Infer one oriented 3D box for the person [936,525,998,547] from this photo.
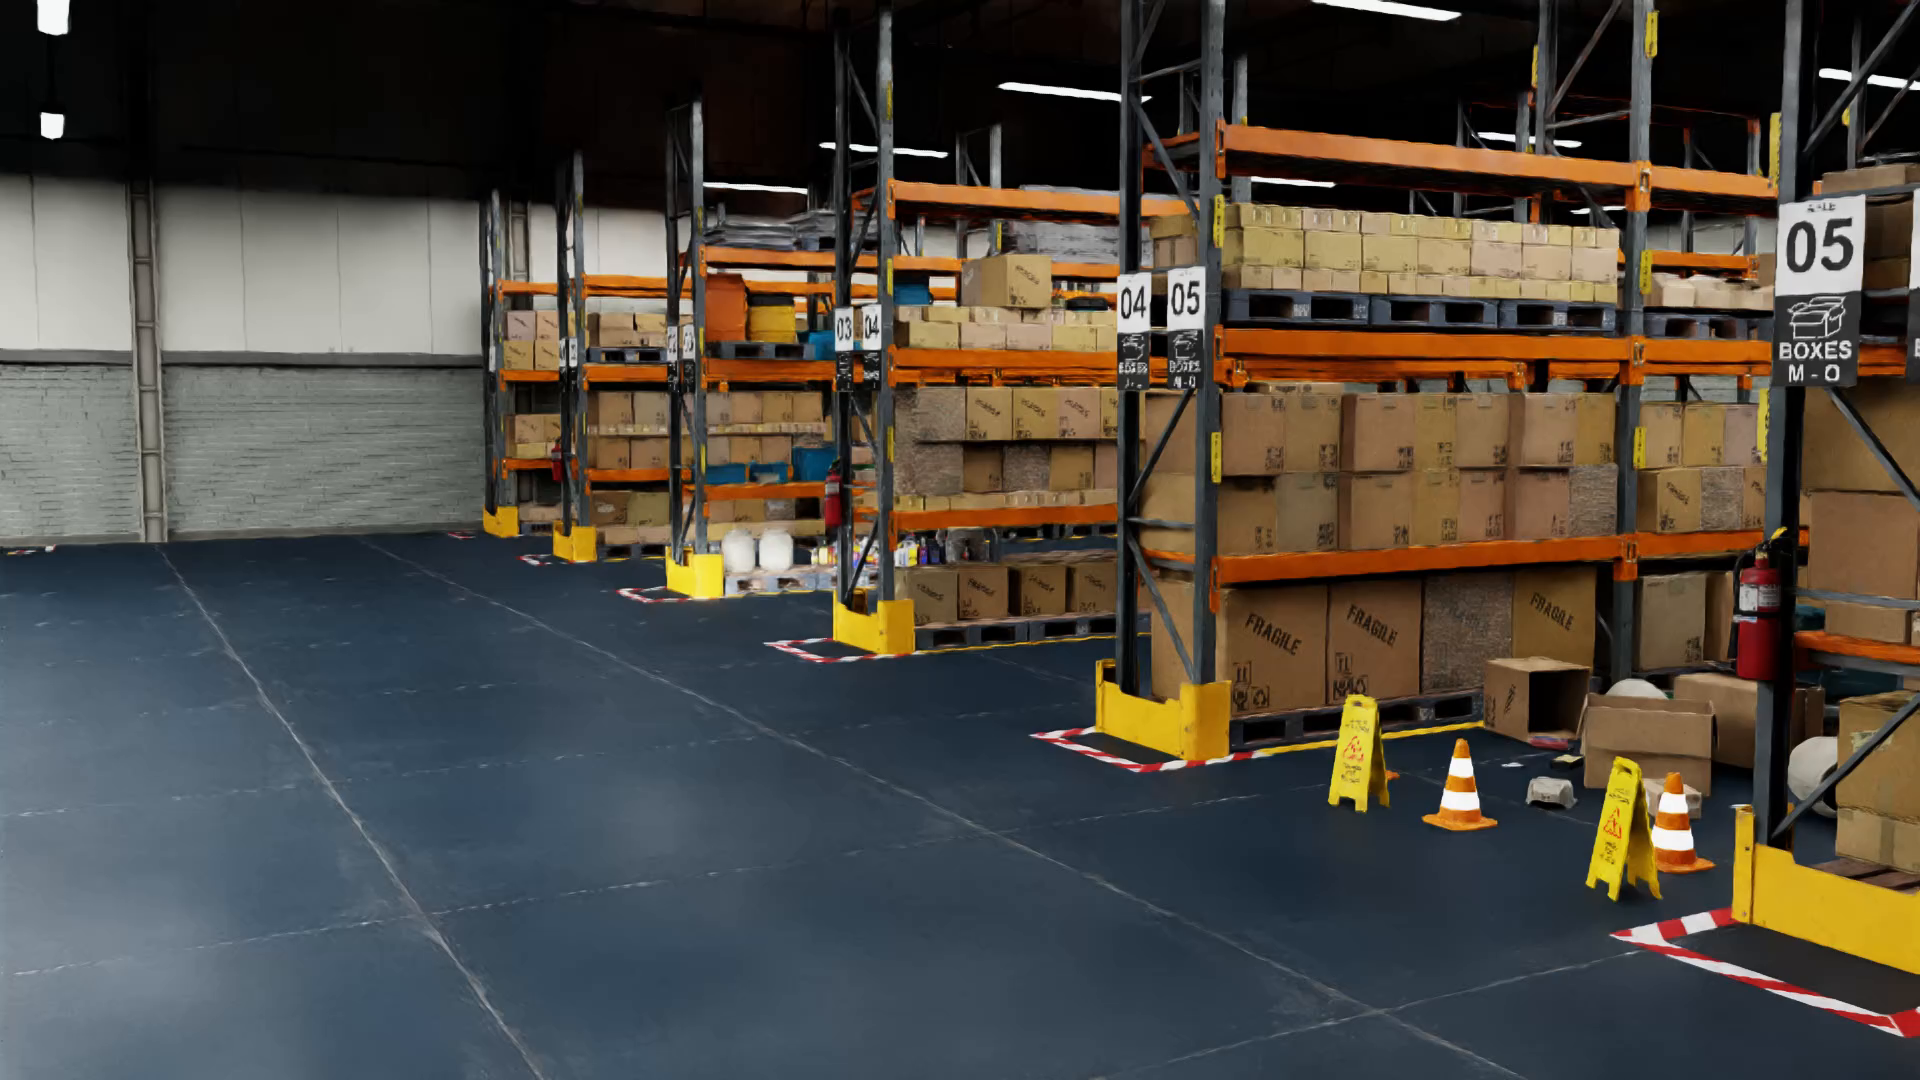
[{"bbox_3d":[0.079,-0.107,18.002,0.670,1.783,0.563,0,5,0],"label":"person"}]
